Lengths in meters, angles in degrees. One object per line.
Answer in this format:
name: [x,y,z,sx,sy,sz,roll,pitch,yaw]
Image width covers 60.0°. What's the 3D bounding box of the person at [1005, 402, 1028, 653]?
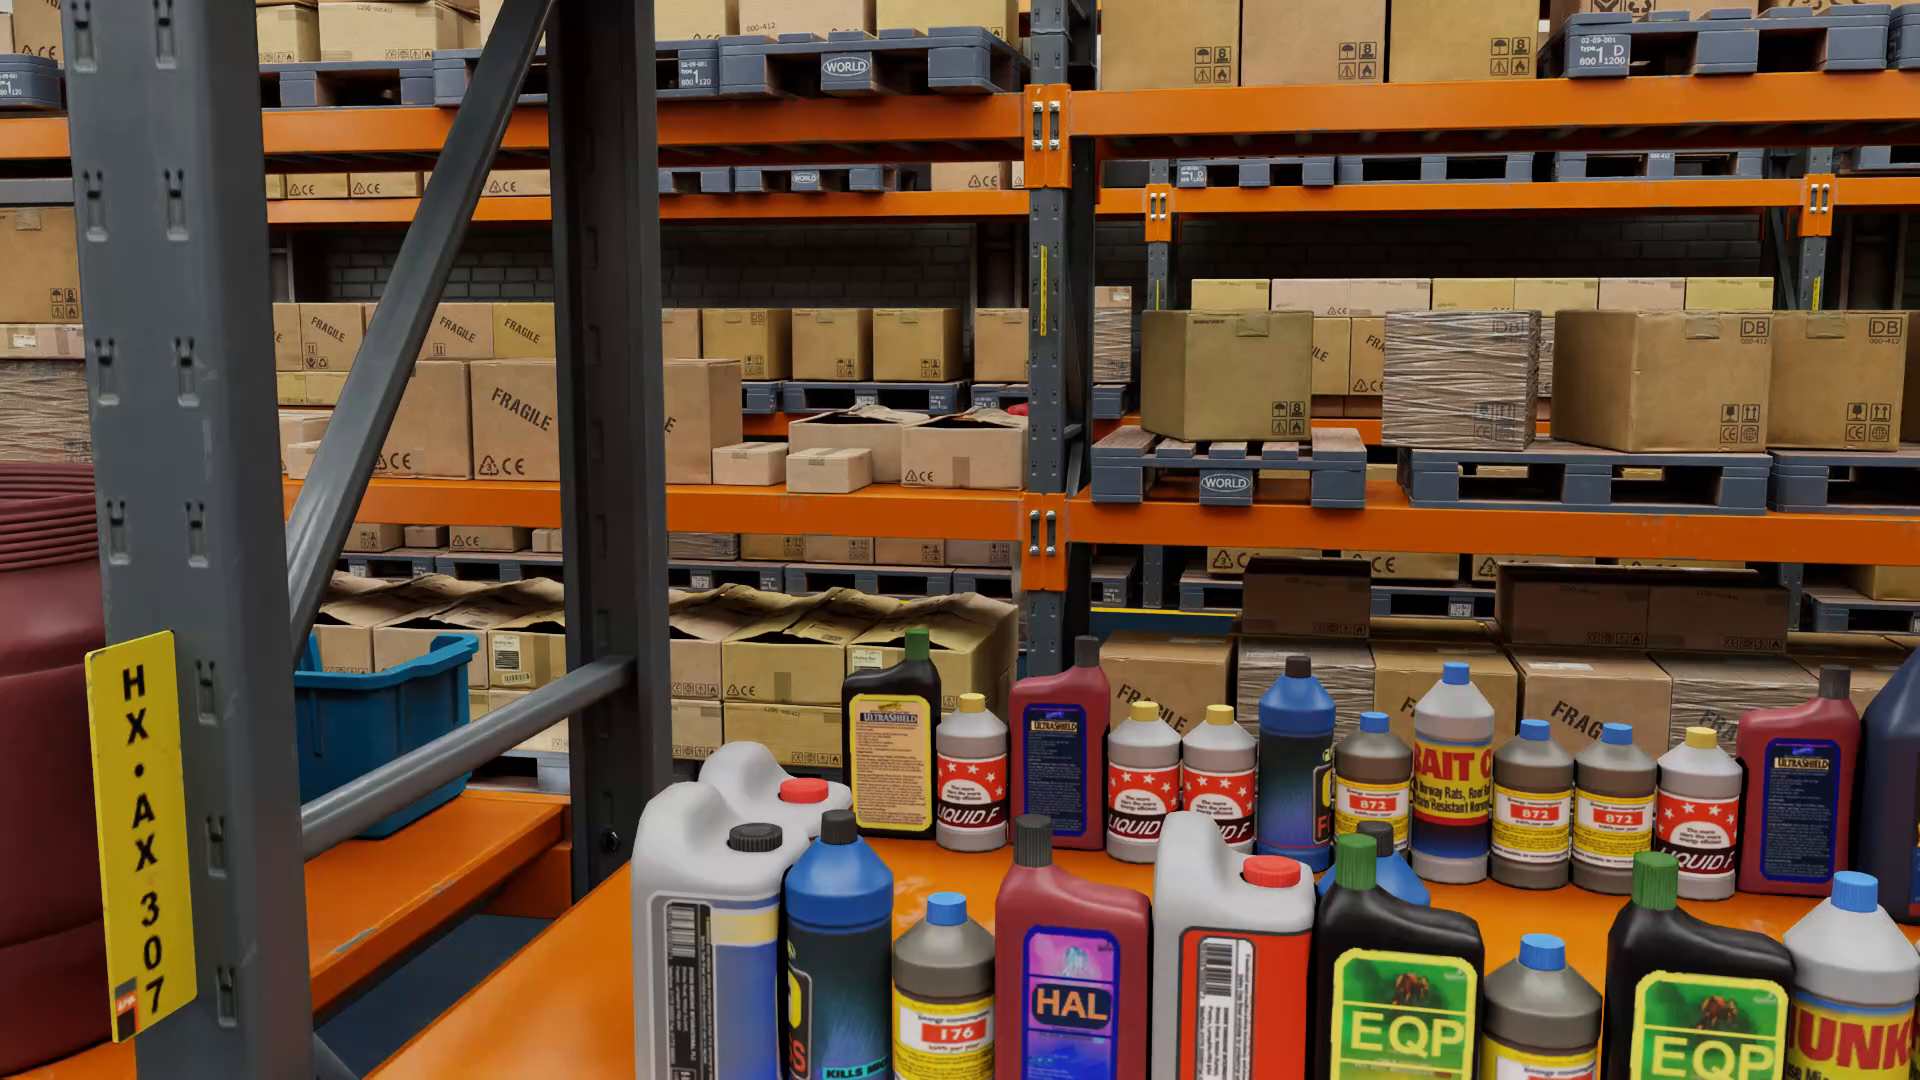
person: [0.491,-0.182,9.761,0.532,1.723,0.357,2,8,12]
